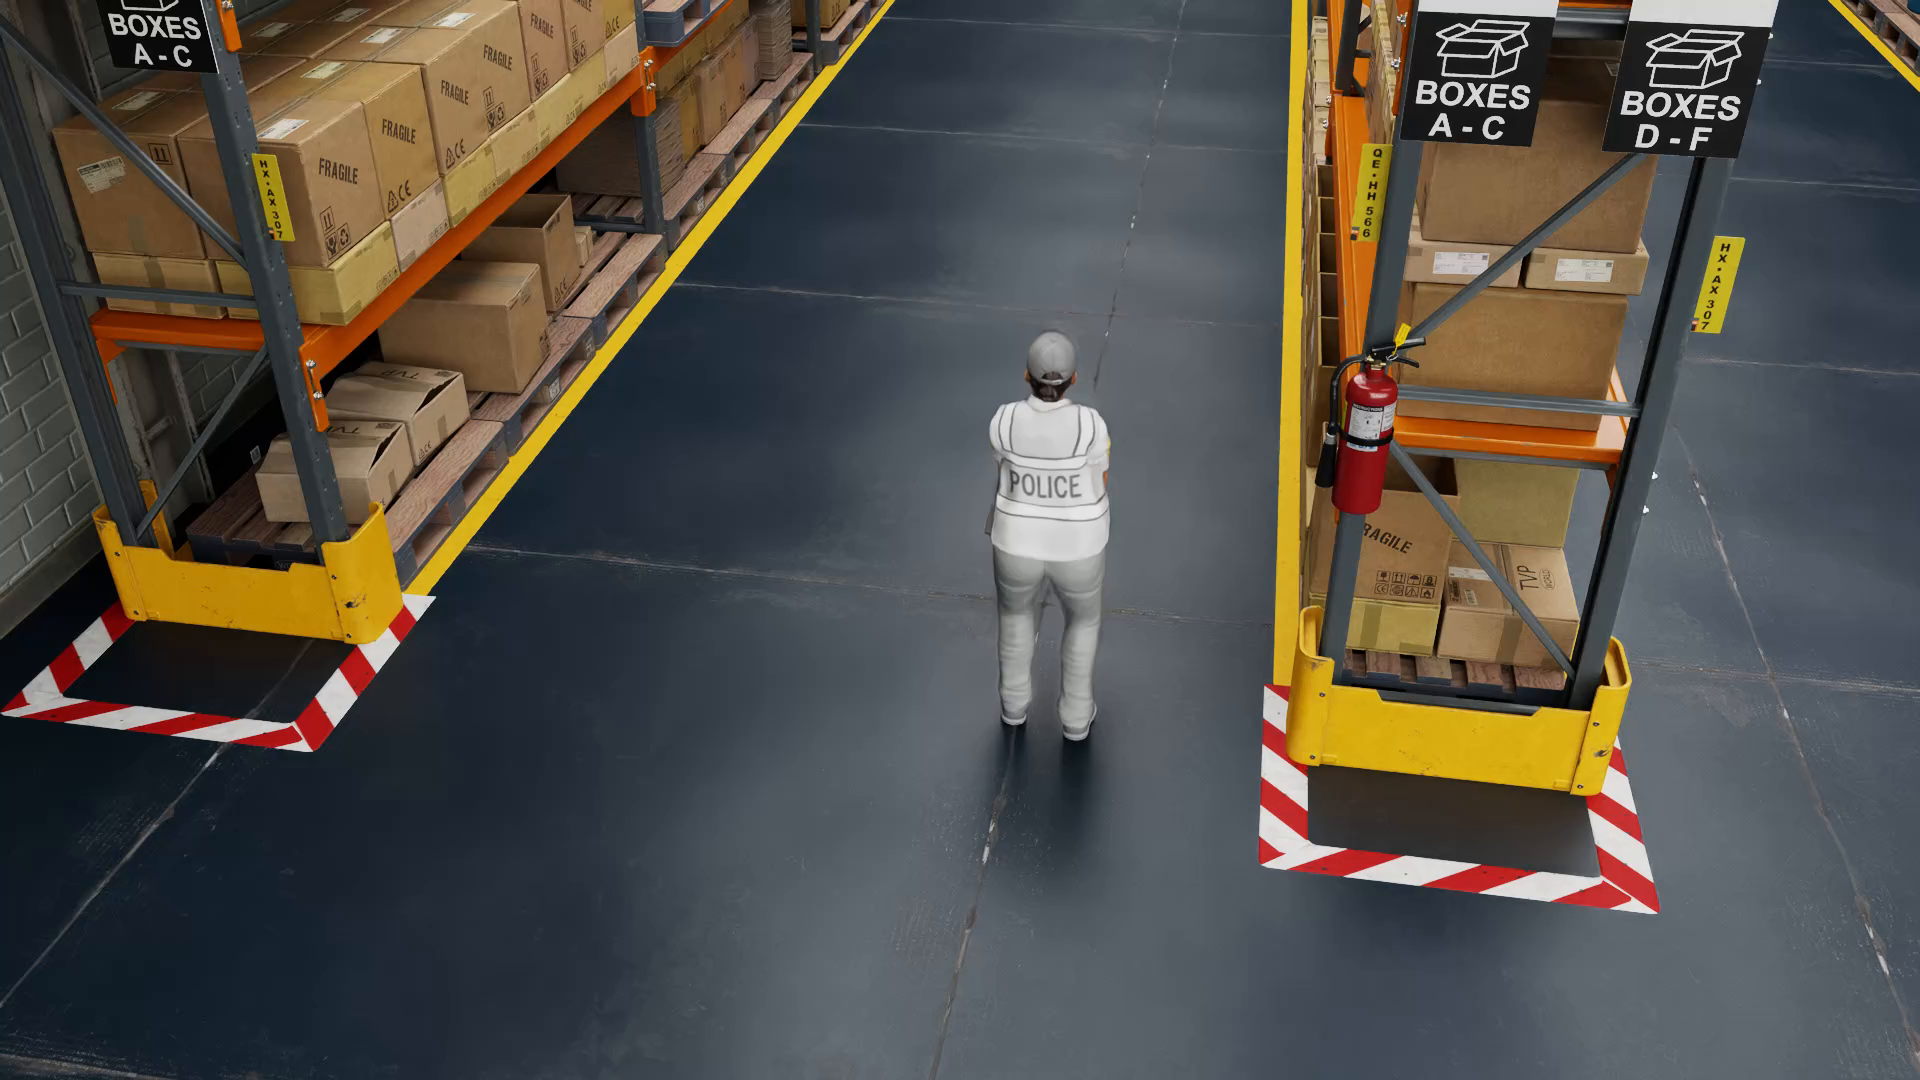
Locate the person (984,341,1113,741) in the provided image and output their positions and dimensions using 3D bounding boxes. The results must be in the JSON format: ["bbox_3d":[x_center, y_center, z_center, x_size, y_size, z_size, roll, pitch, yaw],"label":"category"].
[{"bbox_3d":[0.331,-0.019,6.175,0.454,1.660,0.536,6,33,9],"label":"person"}]
